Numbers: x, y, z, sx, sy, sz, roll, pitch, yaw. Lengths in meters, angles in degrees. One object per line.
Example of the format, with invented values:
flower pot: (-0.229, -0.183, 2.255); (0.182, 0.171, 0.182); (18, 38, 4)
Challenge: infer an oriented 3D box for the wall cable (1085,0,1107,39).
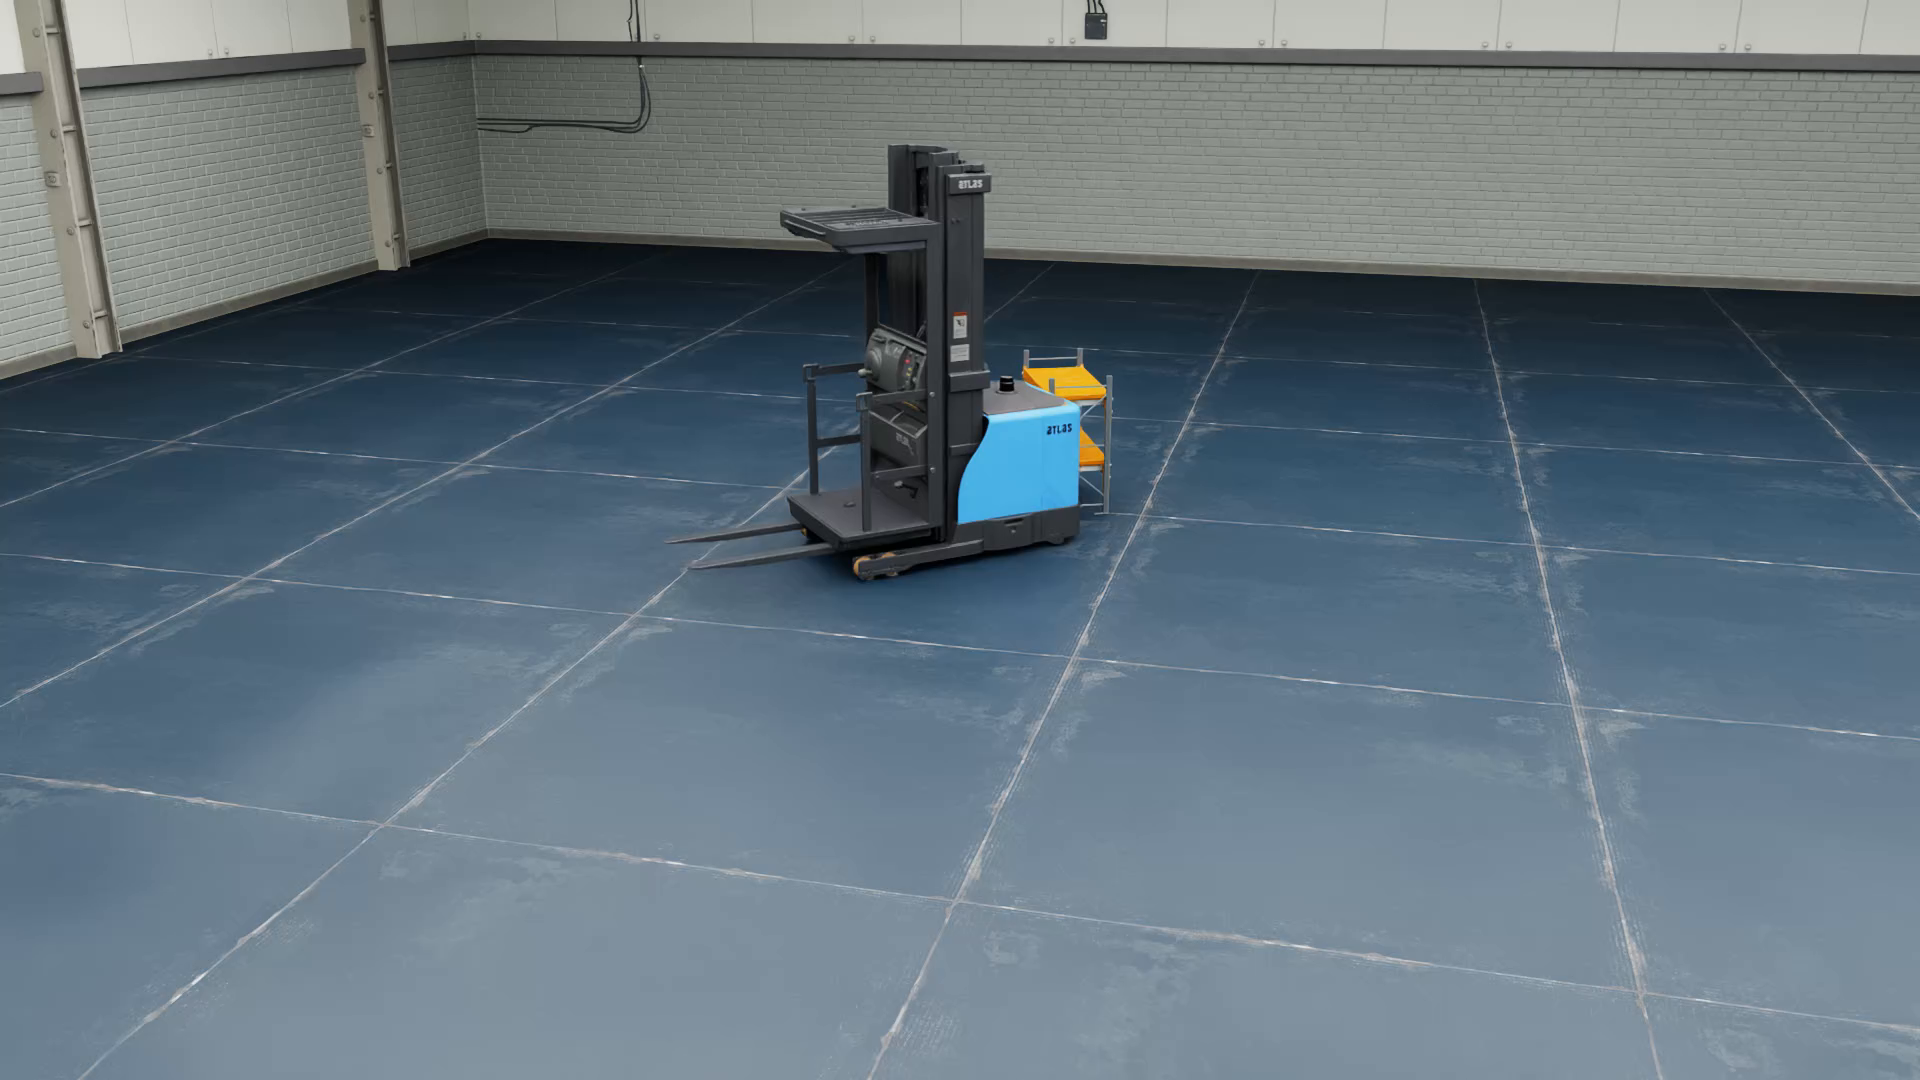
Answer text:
wall cable: (2.906, -9.922, 22.552); (2.305, 6.003, 0.169); (5, 19, 13)

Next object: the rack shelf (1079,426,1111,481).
rack shelf: (0.857, -0.664, 13.649); (0.538, 0.278, 1.000); (-3, 19, -9)

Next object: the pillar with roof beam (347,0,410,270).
pillar with roof beam: (-4.123, -7.908, 21.919); (9.100, 9.000, 0.400); (5, 19, 13)

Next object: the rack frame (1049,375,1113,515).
rack frame: (0.938, -0.733, 13.095); (0.500, 1.125, 0.032); (-3, 19, -9)

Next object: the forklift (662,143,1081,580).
forklift: (-0.644, -1.293, 11.939); (3.031, 2.935, 1.130); (-9, 21, -25)

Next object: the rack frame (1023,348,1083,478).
rack frame: (0.777, -1.058, 14.044); (0.500, 1.125, 0.032); (-3, 19, -9)

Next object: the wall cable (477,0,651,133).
wall cable: (-6.296, -7.598, 25.814); (3.097, 2.526, 0.112); (5, 19, 13)

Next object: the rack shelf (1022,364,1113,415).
rack shelf: (0.857, -1.173, 13.475); (0.538, 0.278, 1.000); (-3, 19, -9)

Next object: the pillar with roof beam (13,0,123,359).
pillar with roof beam: (-5.589, -6.028, 16.413); (9.100, 9.000, 0.400); (5, 19, 13)

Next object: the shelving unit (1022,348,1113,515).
shelving unit: (0.857, -0.896, 13.570); (0.538, 1.125, 1.048); (-3, 19, -9)
